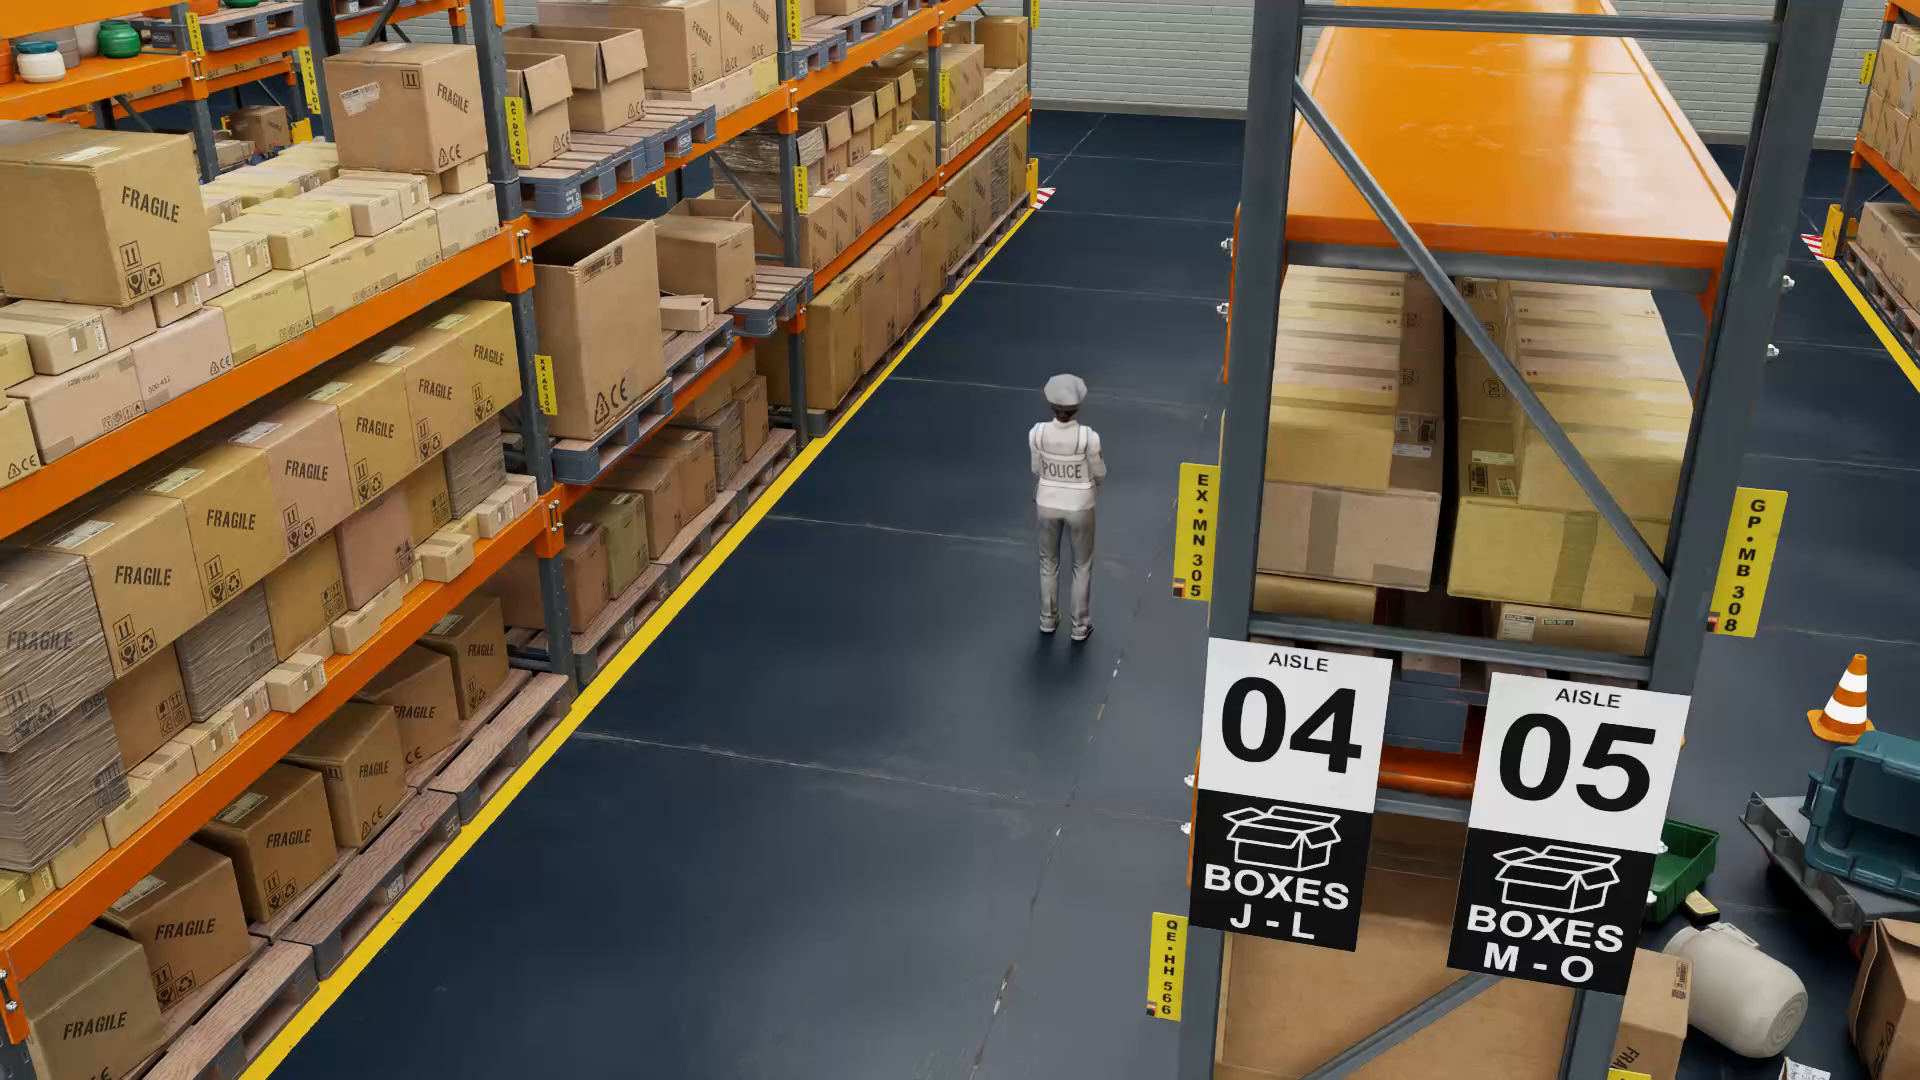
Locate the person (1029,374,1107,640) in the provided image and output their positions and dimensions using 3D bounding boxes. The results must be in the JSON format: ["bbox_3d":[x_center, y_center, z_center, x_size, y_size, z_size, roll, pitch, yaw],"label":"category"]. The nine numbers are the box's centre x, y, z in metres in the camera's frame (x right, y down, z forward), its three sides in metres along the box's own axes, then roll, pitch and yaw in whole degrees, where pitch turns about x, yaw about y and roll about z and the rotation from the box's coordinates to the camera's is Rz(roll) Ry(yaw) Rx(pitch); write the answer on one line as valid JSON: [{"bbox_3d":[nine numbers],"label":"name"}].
[{"bbox_3d":[0.653,-0.220,10.047,0.459,1.690,0.532,7,26,13],"label":"person"}]
